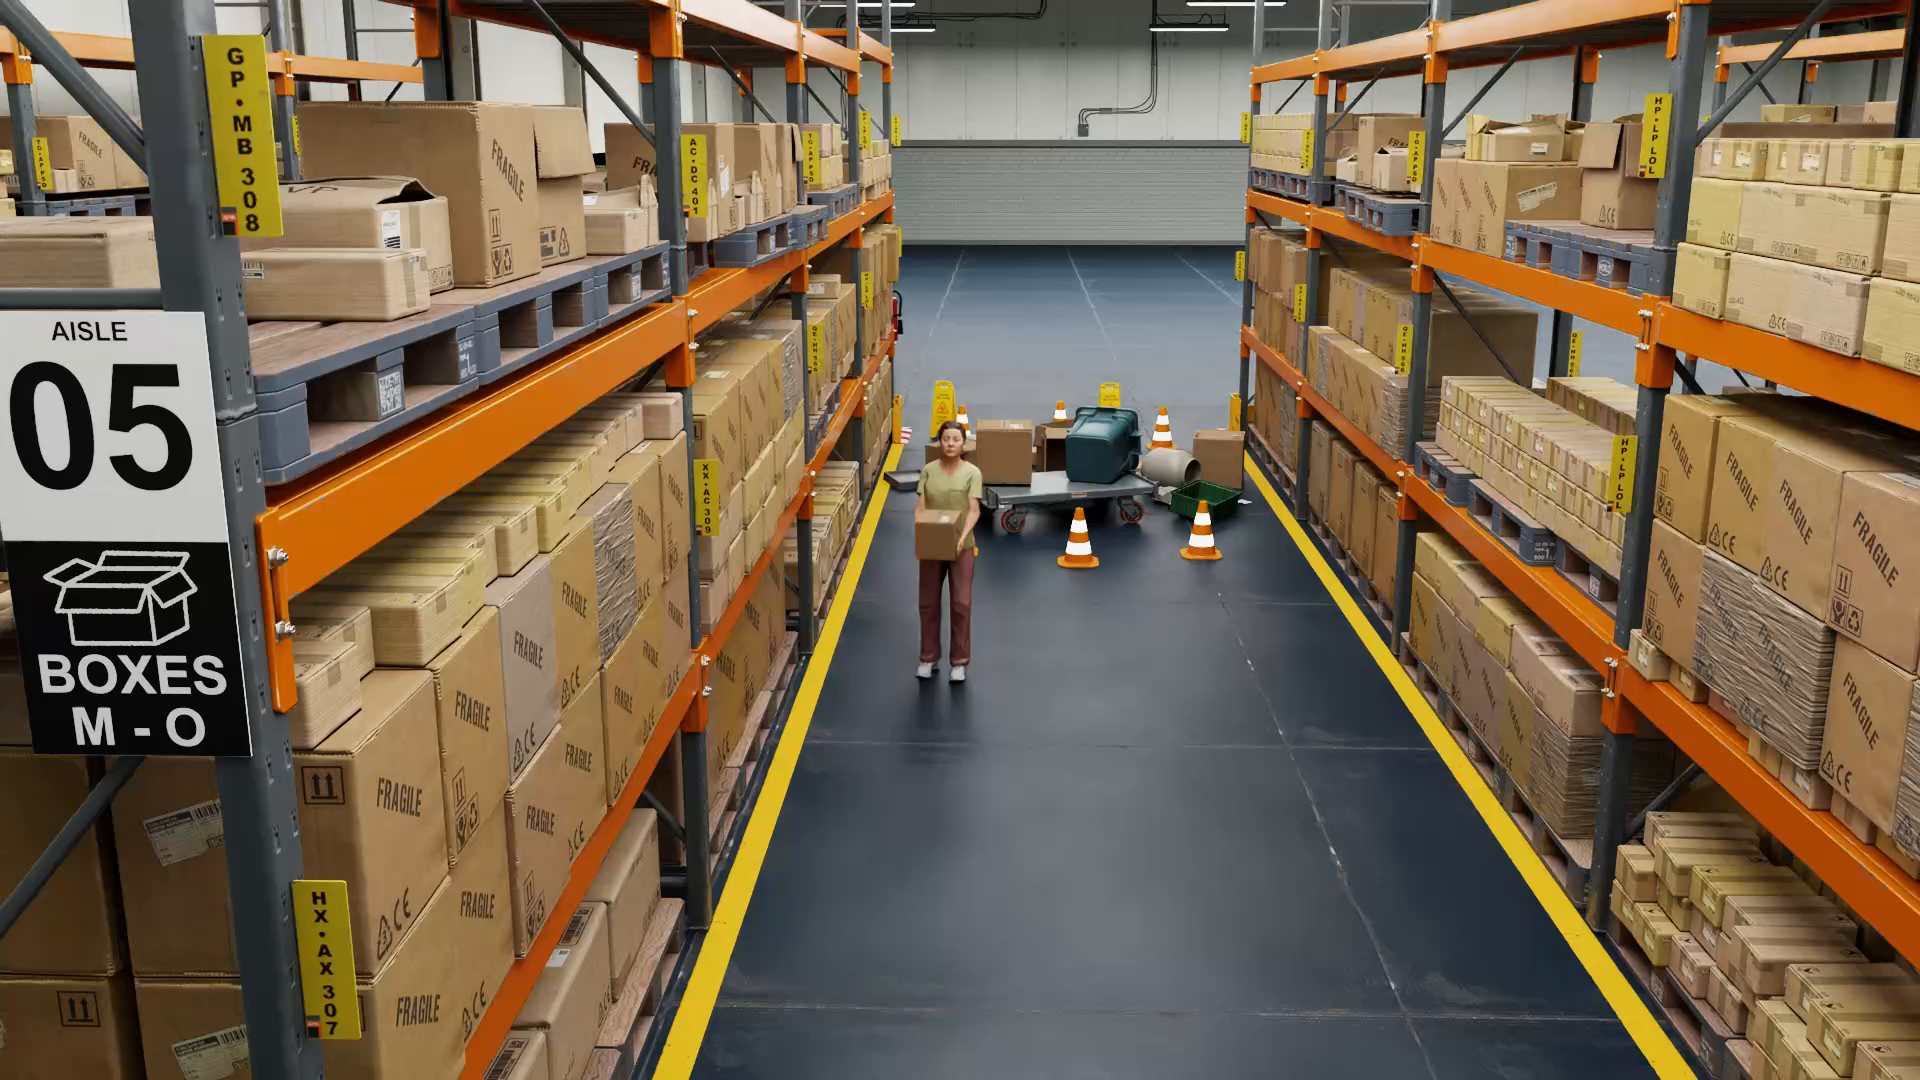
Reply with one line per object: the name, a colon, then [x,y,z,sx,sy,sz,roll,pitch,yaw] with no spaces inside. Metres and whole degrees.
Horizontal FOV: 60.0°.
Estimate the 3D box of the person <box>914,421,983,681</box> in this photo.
person: [-0.081,0.075,10.707,0.435,1.671,0.546,3,14,11]
